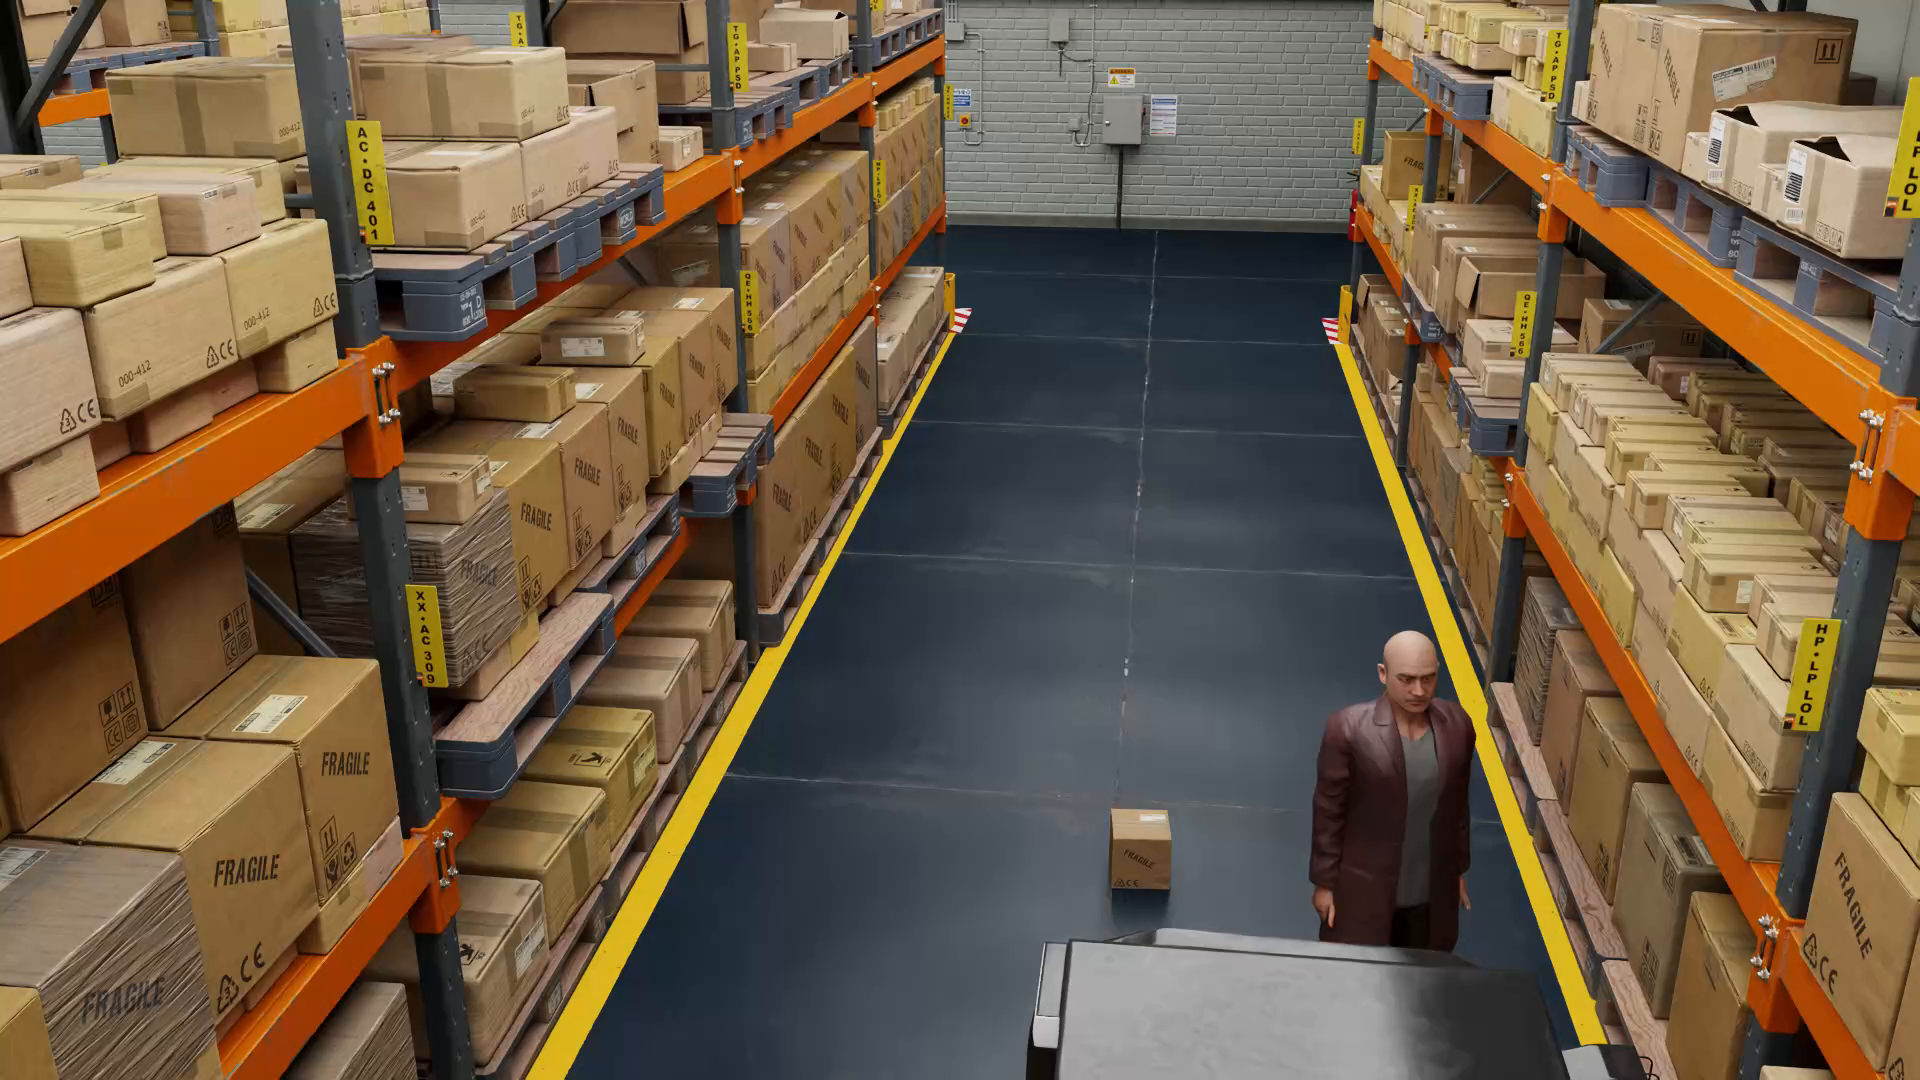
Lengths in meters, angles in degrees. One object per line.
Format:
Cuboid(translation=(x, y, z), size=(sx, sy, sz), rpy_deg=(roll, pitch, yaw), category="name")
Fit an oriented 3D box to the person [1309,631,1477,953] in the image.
Cuboid(translation=(1.456, 1.160, 5.549), size=(0.566, 1.785, 0.396), rpy_deg=(-3, 21, -9), category="person")
